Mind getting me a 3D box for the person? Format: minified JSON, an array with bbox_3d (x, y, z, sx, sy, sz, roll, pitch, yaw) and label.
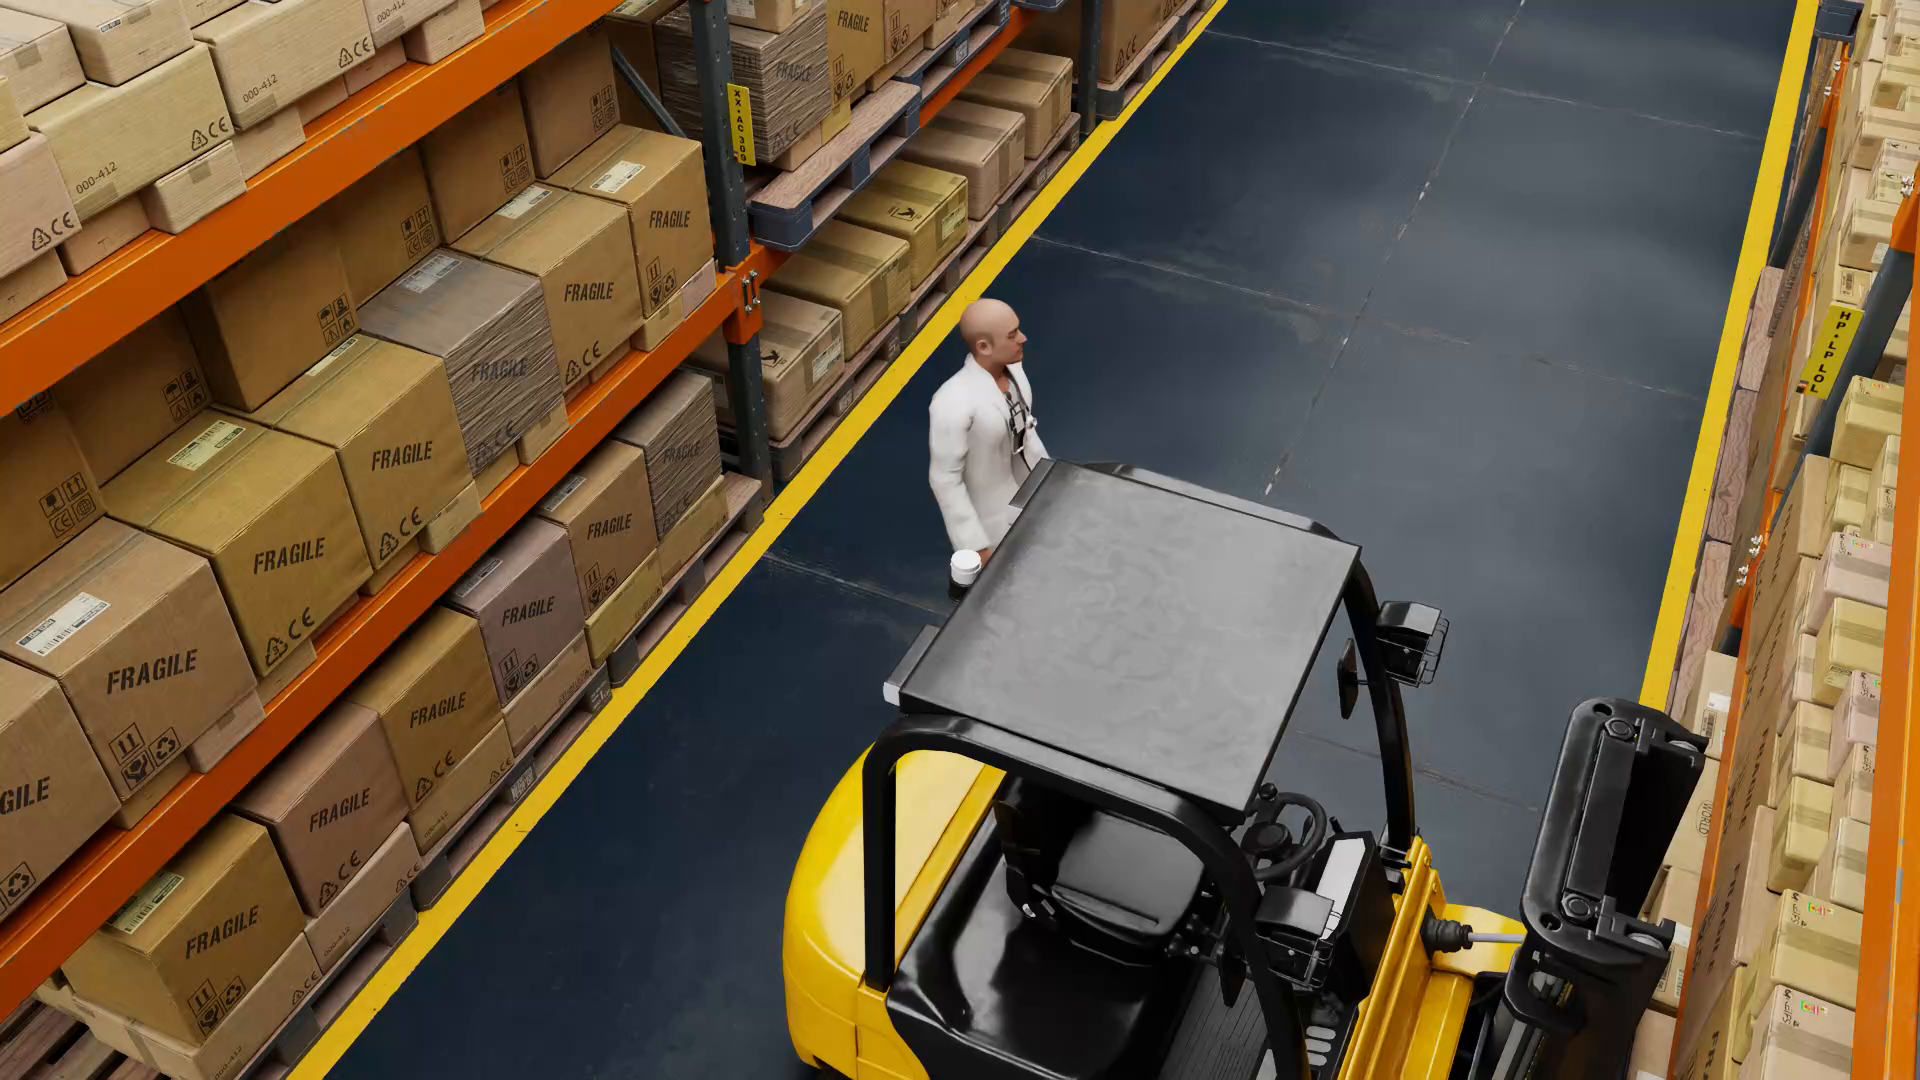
[{"bbox_3d":[0.225,-0.086,6.254,0.582,1.776,0.695,17,44,19],"label":"person"}]
